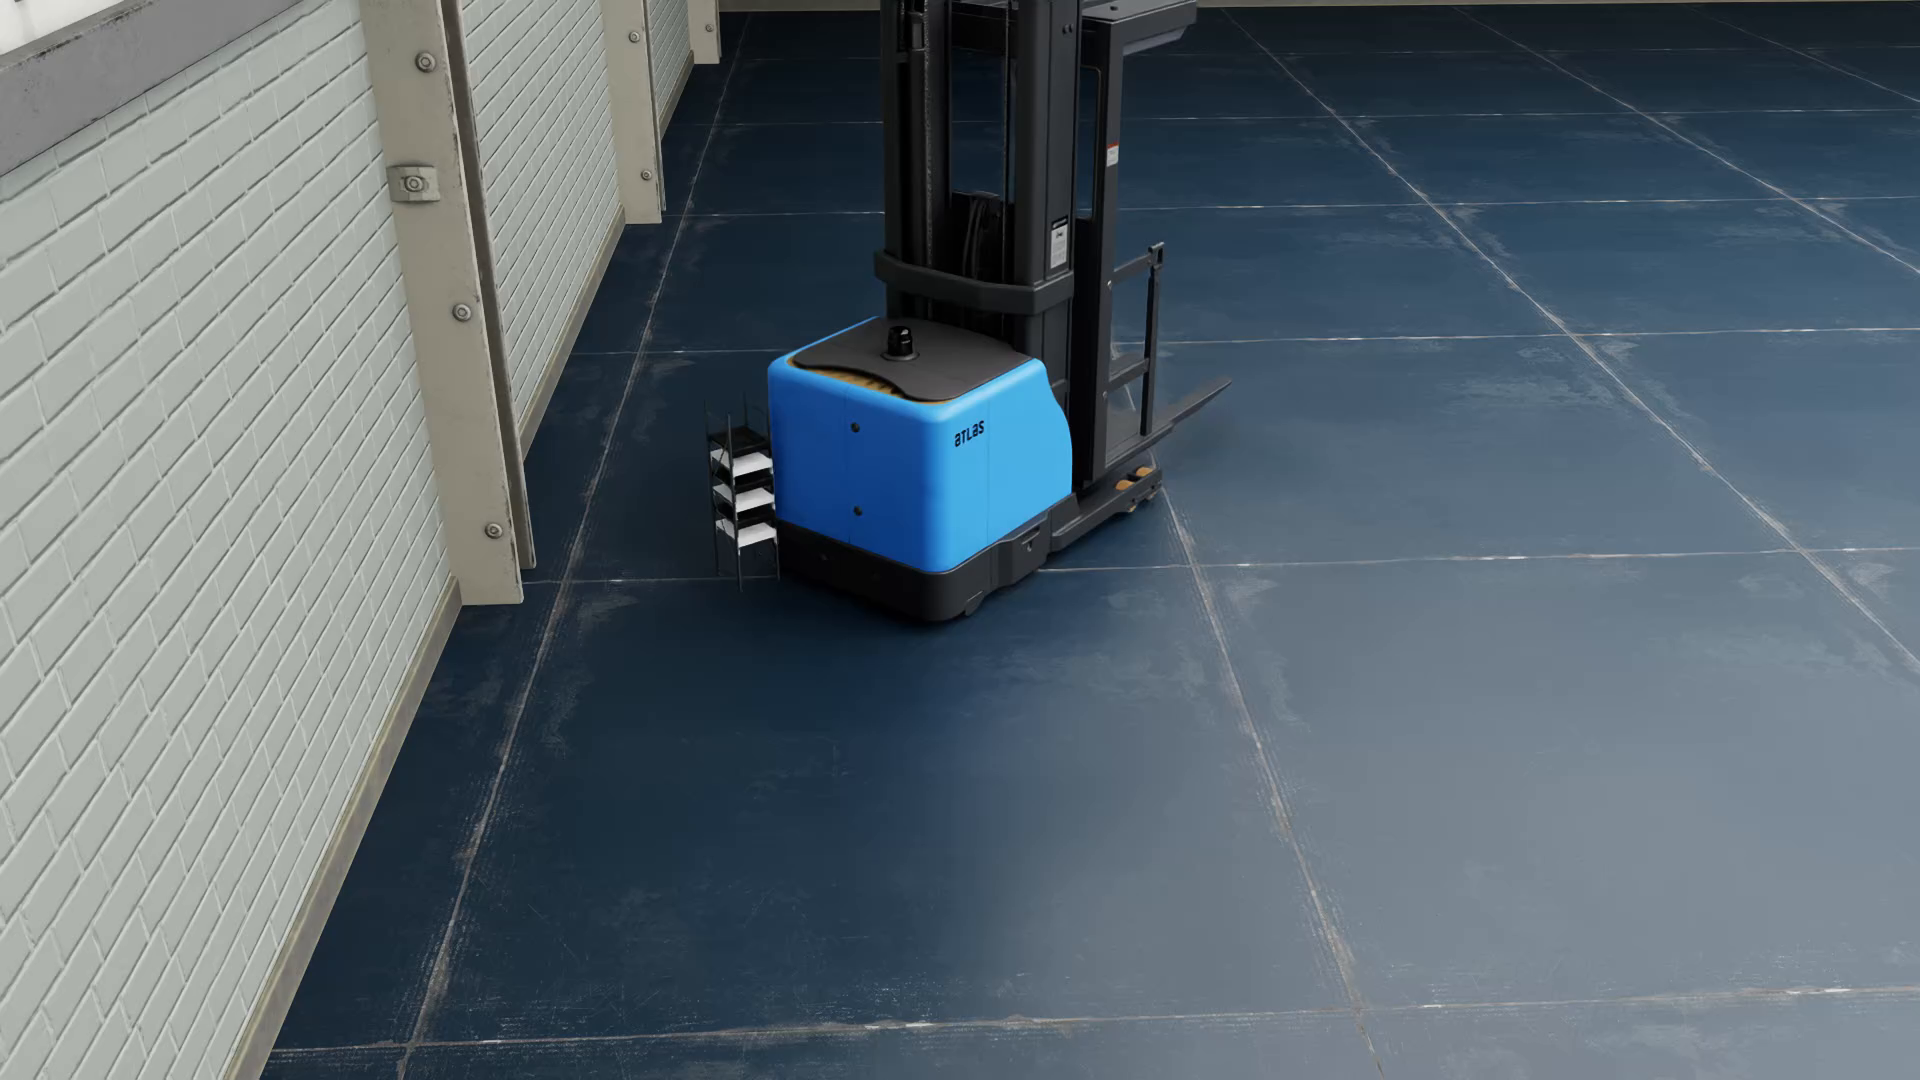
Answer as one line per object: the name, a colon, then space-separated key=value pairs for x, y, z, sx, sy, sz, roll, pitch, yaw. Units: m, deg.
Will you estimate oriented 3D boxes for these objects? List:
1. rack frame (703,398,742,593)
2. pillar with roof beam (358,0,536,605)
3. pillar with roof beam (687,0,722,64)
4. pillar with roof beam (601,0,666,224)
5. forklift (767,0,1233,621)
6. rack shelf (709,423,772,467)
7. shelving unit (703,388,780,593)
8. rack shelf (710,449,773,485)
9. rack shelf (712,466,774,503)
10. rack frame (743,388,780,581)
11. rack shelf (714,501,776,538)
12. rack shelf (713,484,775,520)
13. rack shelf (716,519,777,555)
rack frame: x=-1.093 y=-0.198 z=7.657 sx=0.006 sy=0.900 sz=0.240 roll=-18 pitch=33 yaw=-31
pillar with roof beam: x=2.108 y=-3.888 z=5.974 sx=9.100 sy=9.000 sz=0.400 roll=-1 pitch=28 yaw=-3
pillar with roof beam: x=1.482 y=-9.430 z=16.599 sx=9.100 sy=9.000 sz=0.400 roll=-1 pitch=28 yaw=-3
pillar with roof beam: x=1.795 y=-6.659 z=11.287 sx=9.100 sy=9.000 sz=0.400 roll=-1 pitch=28 yaw=-3
forklift: x=0.397 y=-1.560 z=8.072 sx=1.130 sy=2.935 sz=3.031 roll=19 pitch=33 yaw=32
rack shelf: x=-1.010 y=-0.435 z=7.599 sx=0.200 sy=0.077 sz=0.258 roll=-18 pitch=33 yaw=-31
shelving unit: x=-1.010 y=-0.225 z=7.709 sx=0.210 sy=0.900 sz=0.258 roll=-18 pitch=33 yaw=-31
rack shelf: x=-1.010 y=-0.355 z=7.641 sx=0.200 sy=0.077 sz=0.258 roll=-18 pitch=33 yaw=-31
rack shelf: x=-1.010 y=-0.276 z=7.682 sx=0.200 sy=0.077 sz=0.258 roll=-18 pitch=33 yaw=-31
rack frame: x=-0.927 y=-0.253 z=7.761 sx=0.006 sy=0.900 sz=0.240 roll=-18 pitch=33 yaw=-31
rack shelf: x=-1.010 y=-0.116 z=7.766 sx=0.200 sy=0.077 sz=0.258 roll=-18 pitch=33 yaw=-31
rack shelf: x=-1.010 y=-0.196 z=7.724 sx=0.200 sy=0.077 sz=0.258 roll=-18 pitch=33 yaw=-31
rack shelf: x=-1.010 y=-0.036 z=7.807 sx=0.200 sy=0.077 sz=0.258 roll=-18 pitch=33 yaw=-31
